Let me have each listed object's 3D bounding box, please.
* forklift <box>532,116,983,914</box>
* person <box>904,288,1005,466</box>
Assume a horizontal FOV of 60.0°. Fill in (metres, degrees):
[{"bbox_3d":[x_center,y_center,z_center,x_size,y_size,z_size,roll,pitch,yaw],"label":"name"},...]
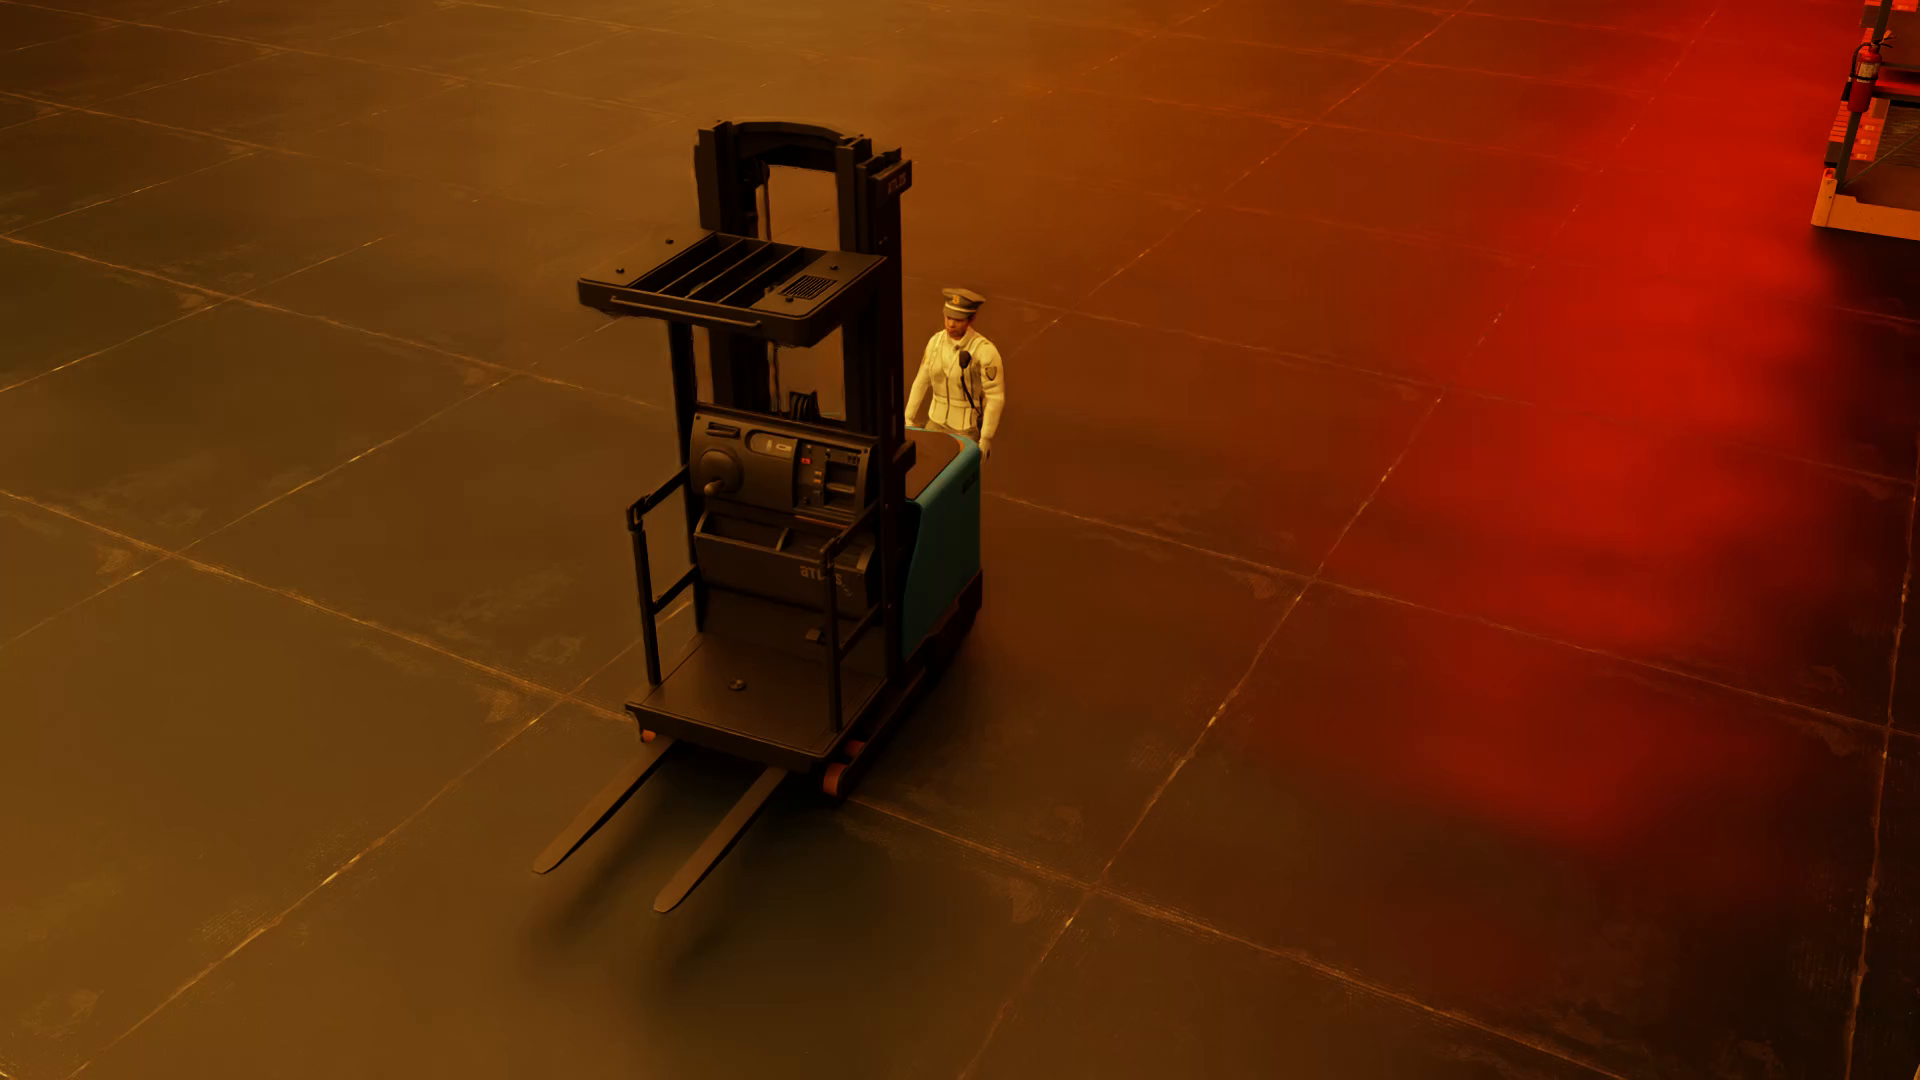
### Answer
[{"bbox_3d":[-0.925,-0.292,7.577,1.130,2.935,3.031,12,32,20],"label":"forklift"},{"bbox_3d":[-0.089,-0.615,9.441,0.631,1.653,0.574,20,36,31],"label":"person"}]
